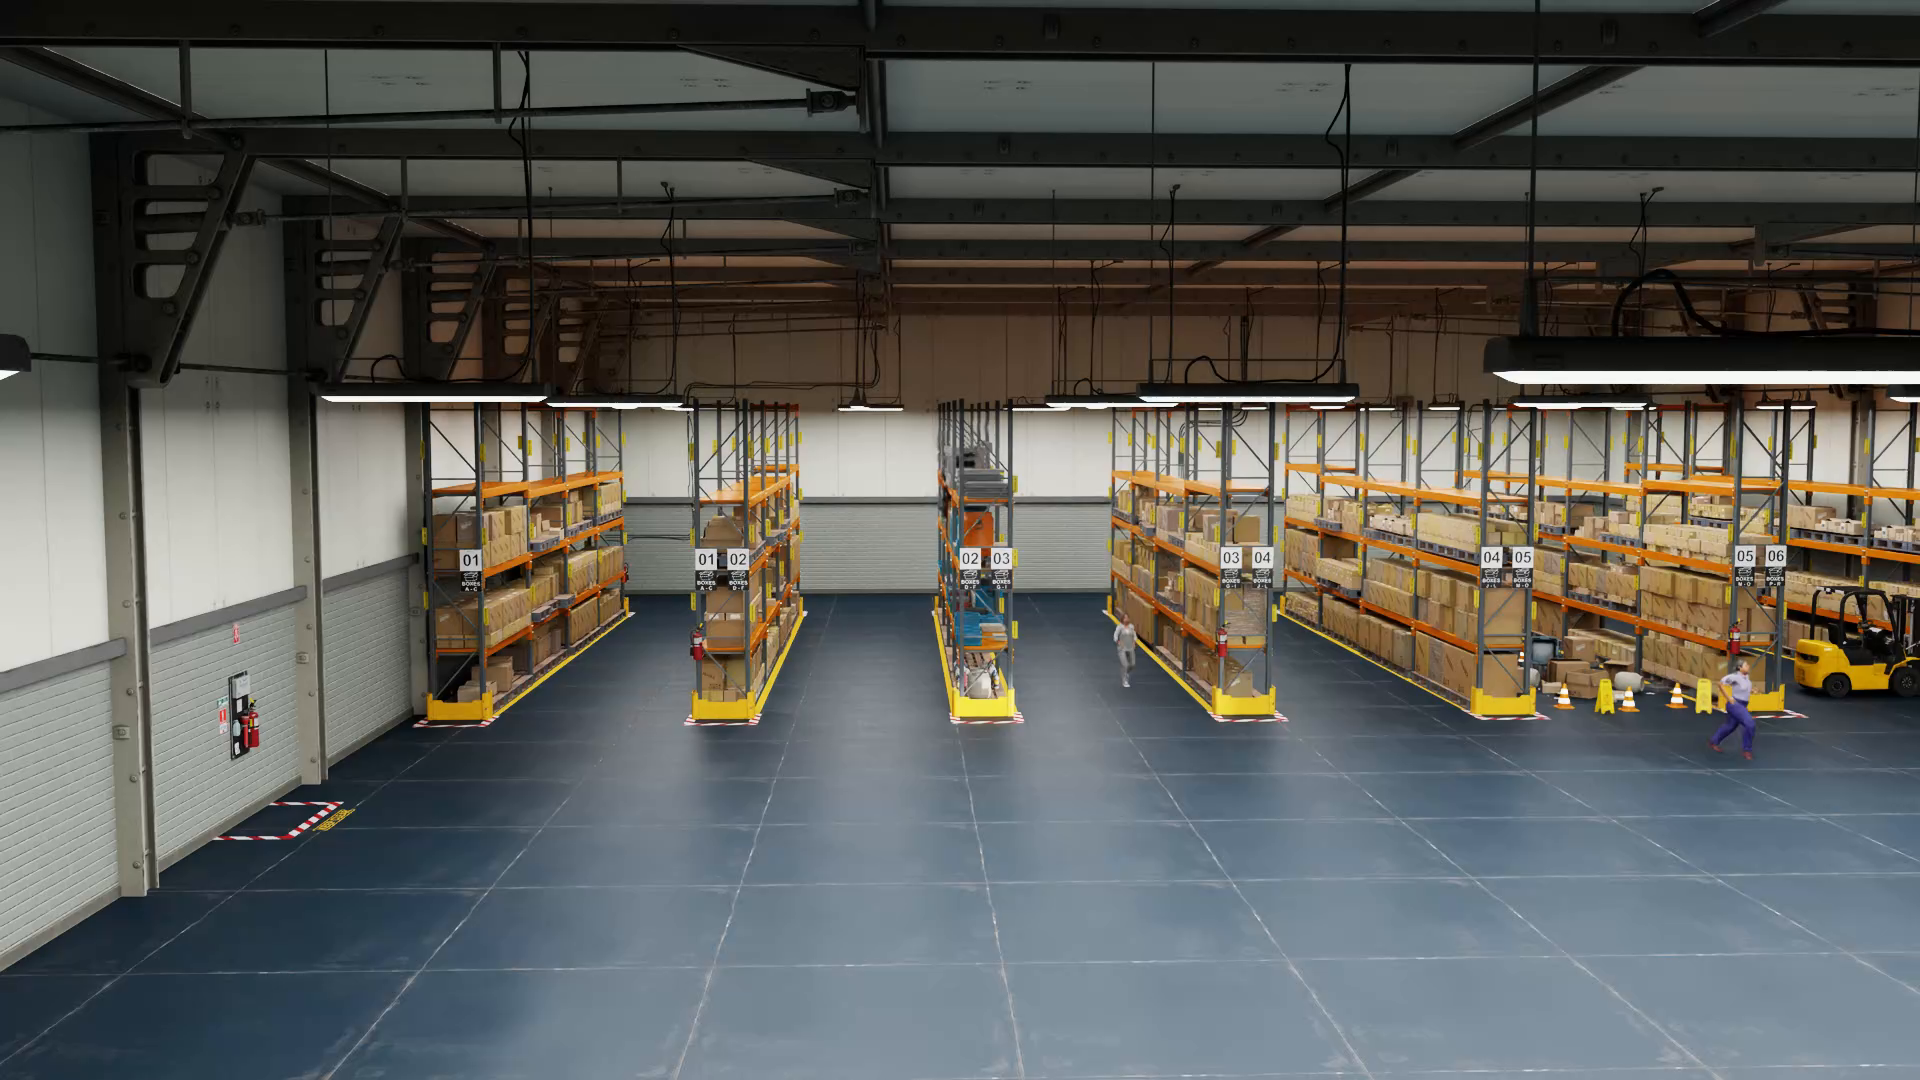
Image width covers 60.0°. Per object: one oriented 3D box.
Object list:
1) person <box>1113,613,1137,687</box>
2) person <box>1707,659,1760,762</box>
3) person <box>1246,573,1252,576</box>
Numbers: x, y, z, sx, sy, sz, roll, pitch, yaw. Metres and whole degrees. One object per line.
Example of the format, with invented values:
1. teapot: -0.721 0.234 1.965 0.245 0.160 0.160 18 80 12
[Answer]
1. person: 3.465 2.295 34.717 0.512 1.553 0.532 -1 4 -10
2. person: 12.882 2.822 27.705 0.808 1.702 0.579 3 6 38
3. person: 8.252 1.221 48.349 0.760 1.666 0.580 3 6 38
